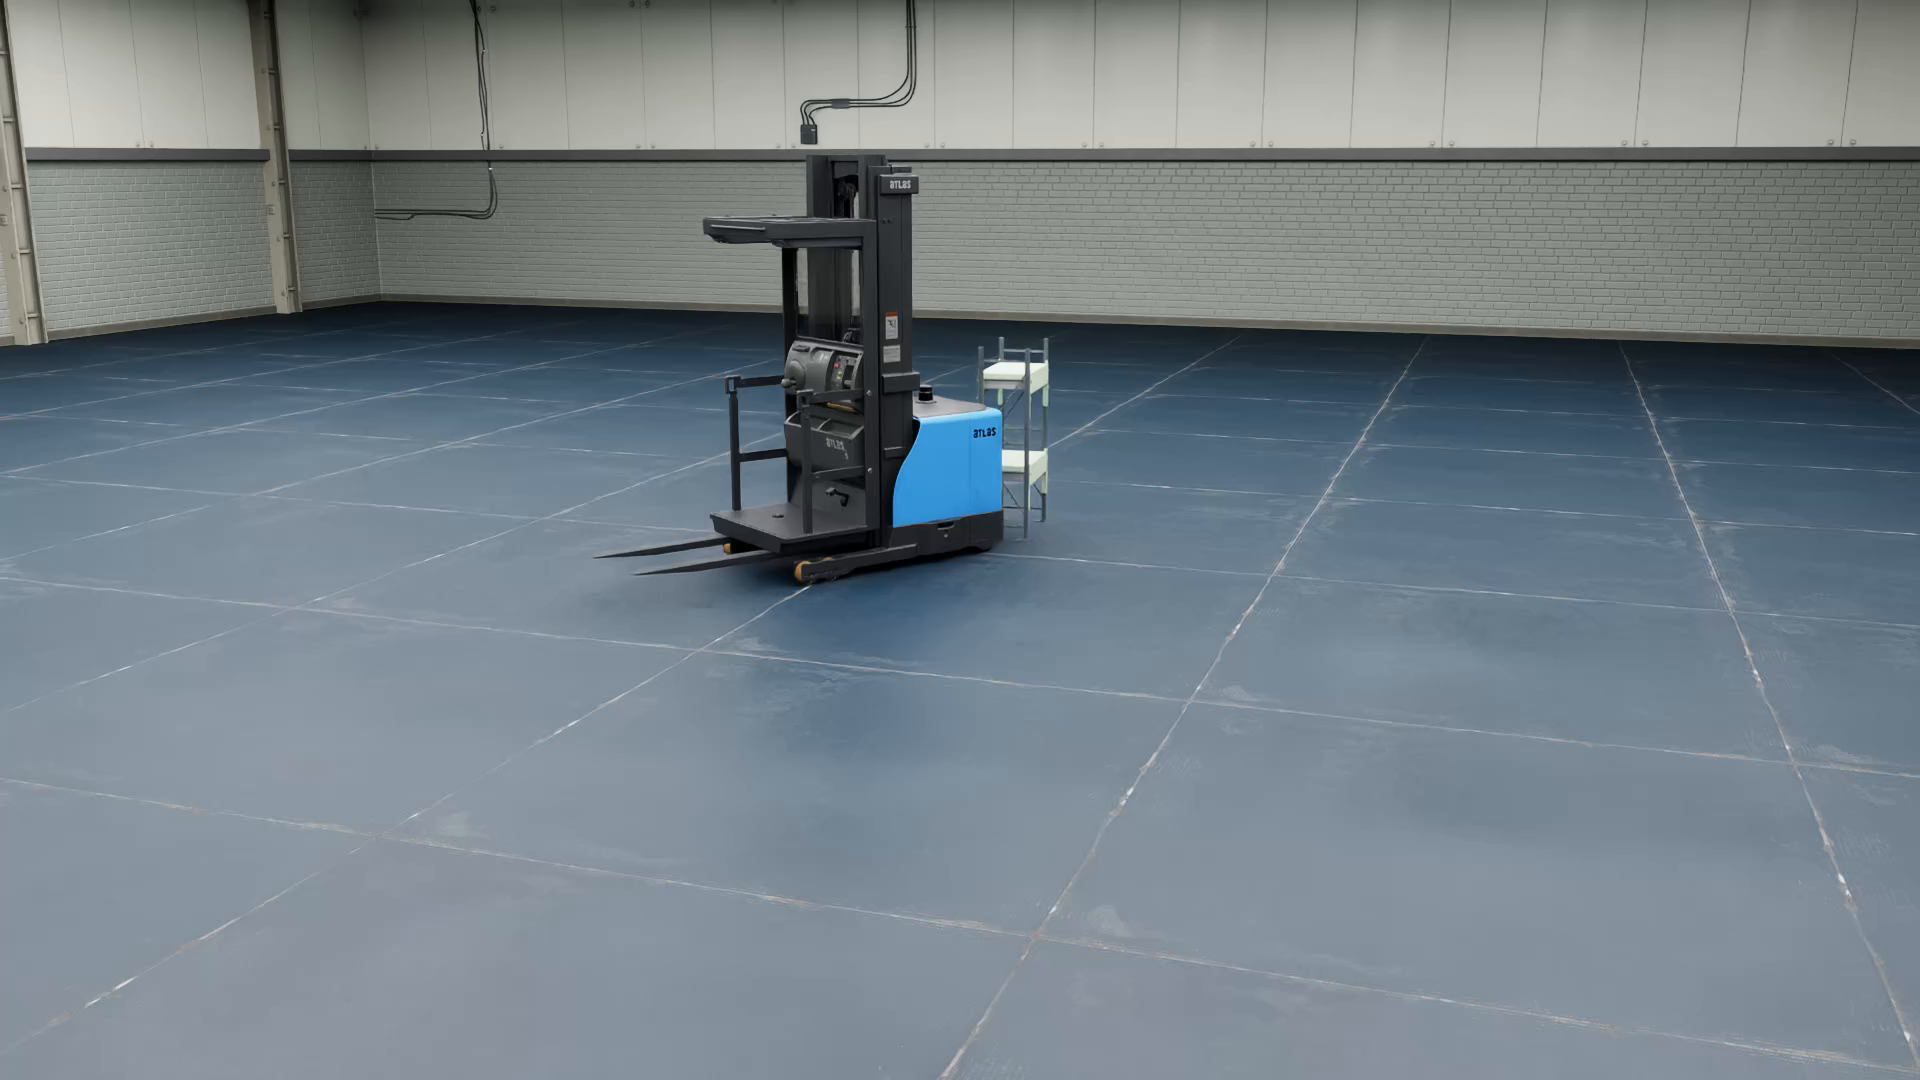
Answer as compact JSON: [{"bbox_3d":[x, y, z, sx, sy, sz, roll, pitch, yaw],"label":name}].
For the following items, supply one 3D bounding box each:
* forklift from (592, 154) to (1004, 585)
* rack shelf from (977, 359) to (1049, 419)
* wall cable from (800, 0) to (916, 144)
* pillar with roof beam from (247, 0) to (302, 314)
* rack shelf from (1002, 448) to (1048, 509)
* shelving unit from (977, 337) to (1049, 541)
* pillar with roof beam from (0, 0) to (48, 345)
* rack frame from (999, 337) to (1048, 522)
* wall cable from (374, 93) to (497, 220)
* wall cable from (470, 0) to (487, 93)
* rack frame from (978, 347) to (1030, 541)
[{"bbox_3d":[-1.148,-1.248,11.870,3.031,2.935,1.130,-10,16,-36],"label":"forklift"},{"bbox_3d":[0.424,-1.196,13.103,0.431,0.370,0.720,3,13,13],"label":"rack shelf"},{"bbox_3d":[-1.904,-10.323,30.351,2.305,6.003,0.169,4,14,18],"label":"wall cable"},{"bbox_3d":[-9.013,-8.517,30.081,9.100,9.000,0.400,4,14,18],"label":"pillar with roof beam"},{"bbox_3d":[0.424,-0.497,13.262,0.431,0.370,0.720,3,13,13],"label":"rack shelf"},{"bbox_3d":[0.424,-0.815,13.189,0.431,1.500,0.755,3,13,13],"label":"shelving unit"},{"bbox_3d":[-10.954,-7.254,24.546,9.100,9.000,0.400,4,14,18],"label":"pillar with roof beam"},{"bbox_3d":[0.511,-0.894,13.536,0.400,1.500,0.023,3,13,13],"label":"rack frame"},{"bbox_3d":[-10.882,-7.838,34.085,3.097,2.526,0.112,4,14,18],"label":"wall cable"},{"bbox_3d":[-8.322,-10.106,32.669,3.097,2.526,0.112,4,14,18],"label":"wall cable"},{"bbox_3d":[0.336,-0.736,12.843,0.400,1.500,0.023,3,13,13],"label":"rack frame"}]
